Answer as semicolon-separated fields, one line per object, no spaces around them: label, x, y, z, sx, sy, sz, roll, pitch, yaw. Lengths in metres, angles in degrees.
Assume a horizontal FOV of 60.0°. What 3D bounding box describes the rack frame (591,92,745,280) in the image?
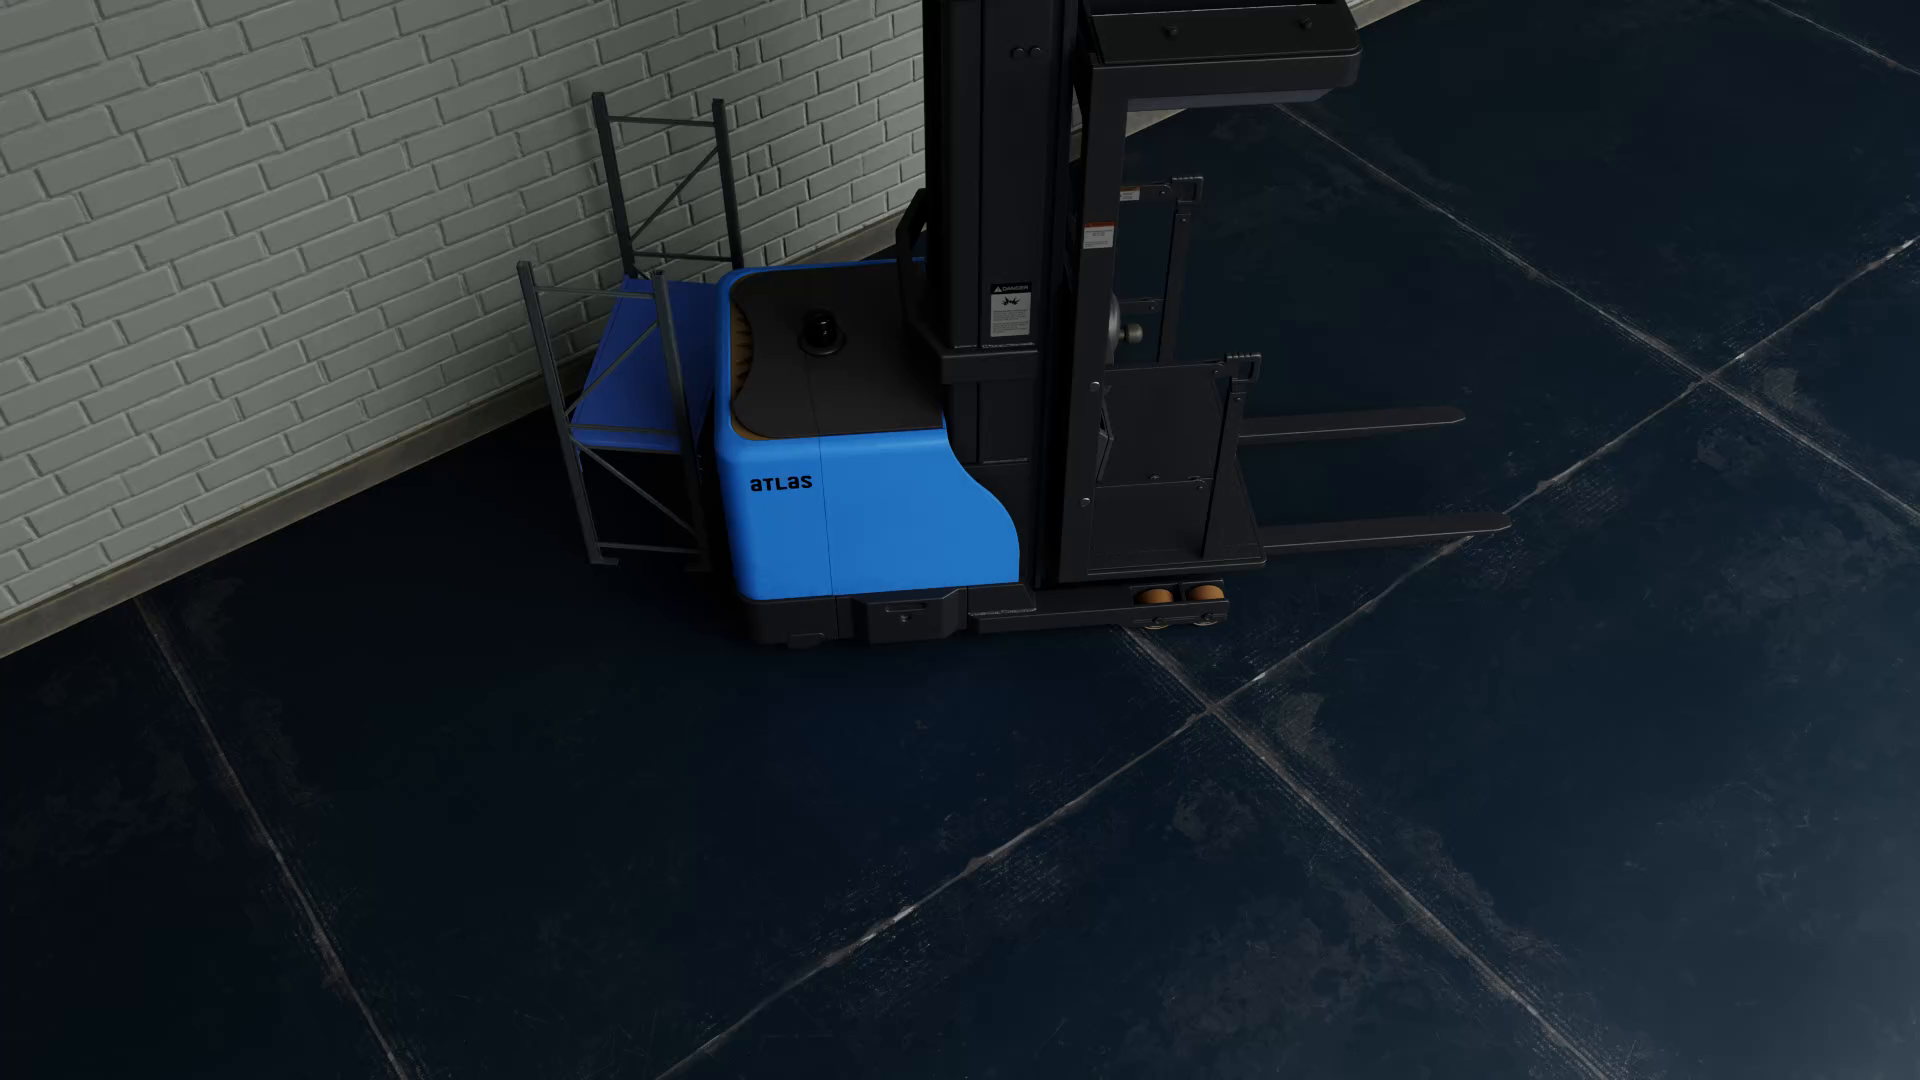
rack frame;-1.132;-1.153;6.781;0.500;1.500;0.032;4;48;4

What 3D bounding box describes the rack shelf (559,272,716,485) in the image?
rack shelf;-1.182;-0.657;6.575;0.538;0.185;1.000;4;48;4

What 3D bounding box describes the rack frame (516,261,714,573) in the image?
rack frame;-1.232;-0.403;6.102;0.500;1.500;0.032;4;48;4

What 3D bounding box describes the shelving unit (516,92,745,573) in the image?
shelving unit;-1.182;-0.778;6.442;0.538;1.500;1.048;4;48;4

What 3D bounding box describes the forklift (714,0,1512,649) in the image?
forklift;0.620;-1.028;5.703;3.031;2.935;1.130;-4;48;-4
